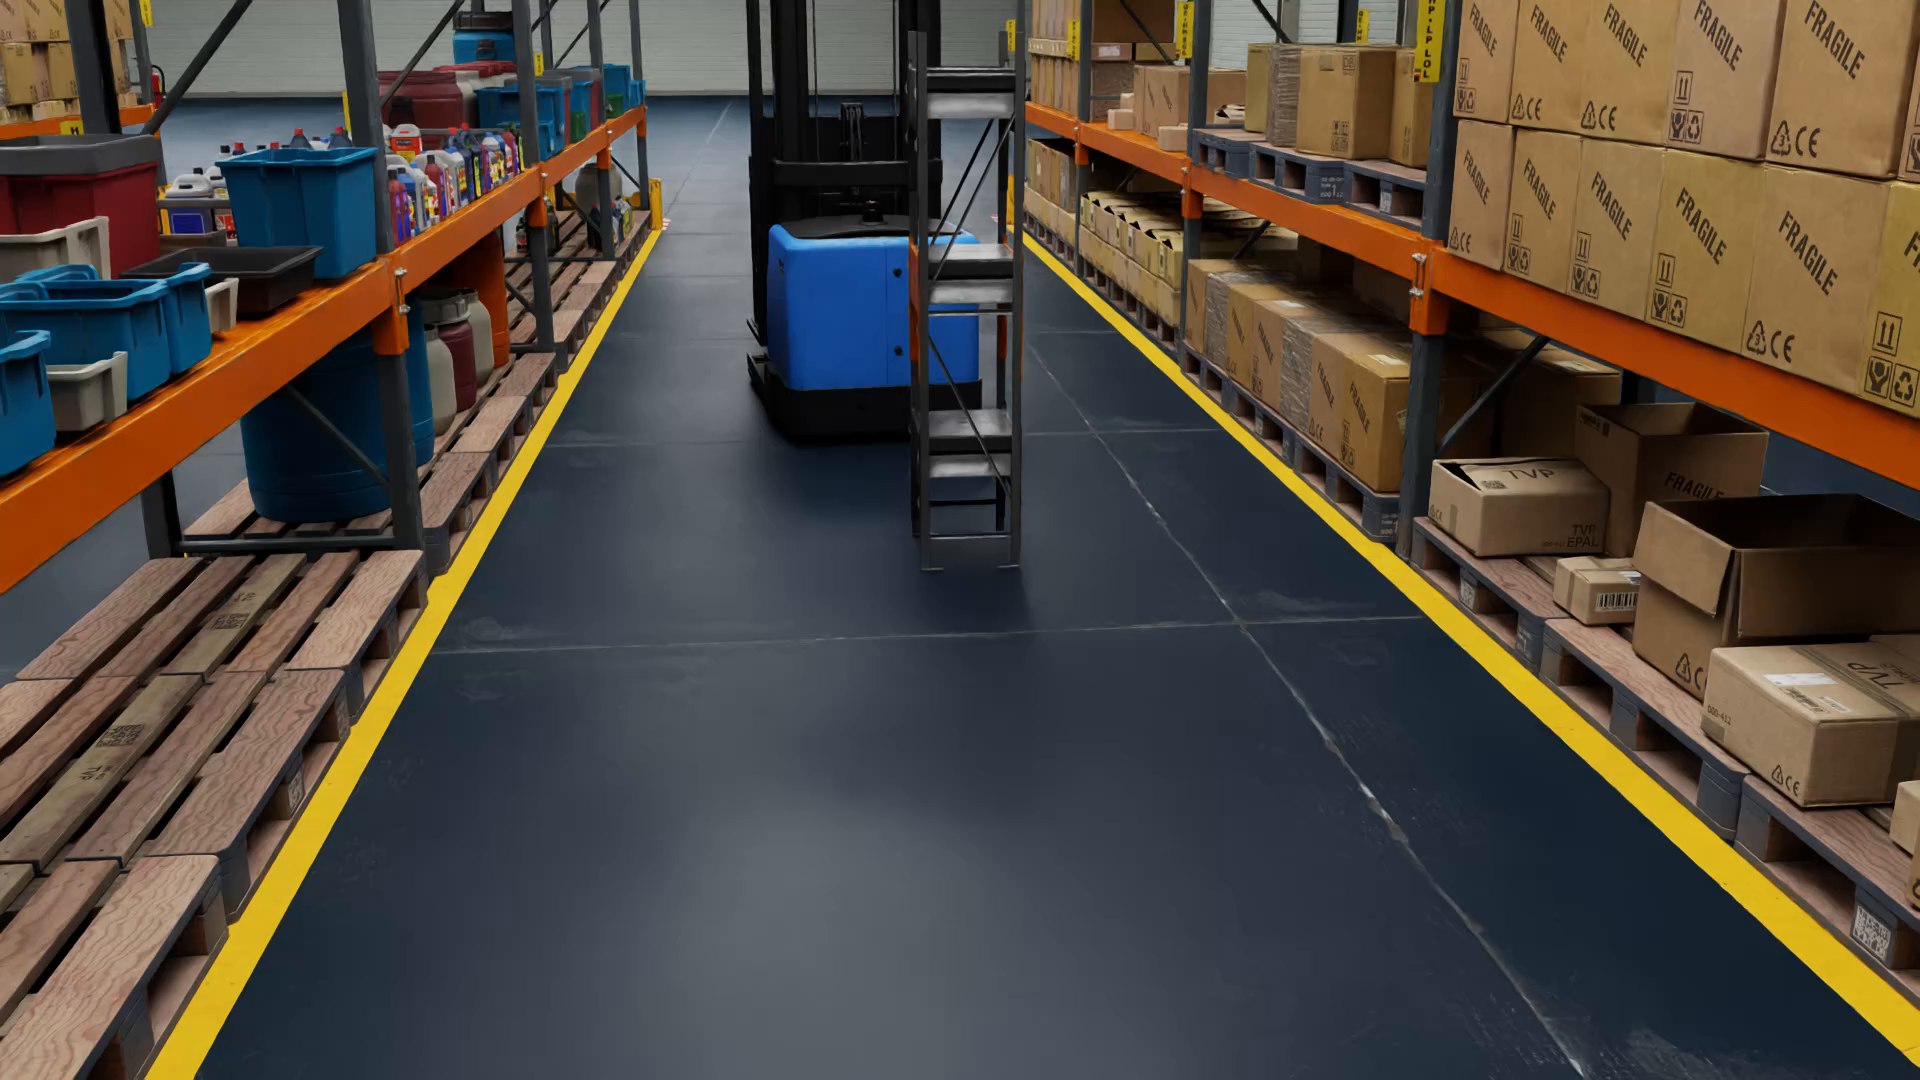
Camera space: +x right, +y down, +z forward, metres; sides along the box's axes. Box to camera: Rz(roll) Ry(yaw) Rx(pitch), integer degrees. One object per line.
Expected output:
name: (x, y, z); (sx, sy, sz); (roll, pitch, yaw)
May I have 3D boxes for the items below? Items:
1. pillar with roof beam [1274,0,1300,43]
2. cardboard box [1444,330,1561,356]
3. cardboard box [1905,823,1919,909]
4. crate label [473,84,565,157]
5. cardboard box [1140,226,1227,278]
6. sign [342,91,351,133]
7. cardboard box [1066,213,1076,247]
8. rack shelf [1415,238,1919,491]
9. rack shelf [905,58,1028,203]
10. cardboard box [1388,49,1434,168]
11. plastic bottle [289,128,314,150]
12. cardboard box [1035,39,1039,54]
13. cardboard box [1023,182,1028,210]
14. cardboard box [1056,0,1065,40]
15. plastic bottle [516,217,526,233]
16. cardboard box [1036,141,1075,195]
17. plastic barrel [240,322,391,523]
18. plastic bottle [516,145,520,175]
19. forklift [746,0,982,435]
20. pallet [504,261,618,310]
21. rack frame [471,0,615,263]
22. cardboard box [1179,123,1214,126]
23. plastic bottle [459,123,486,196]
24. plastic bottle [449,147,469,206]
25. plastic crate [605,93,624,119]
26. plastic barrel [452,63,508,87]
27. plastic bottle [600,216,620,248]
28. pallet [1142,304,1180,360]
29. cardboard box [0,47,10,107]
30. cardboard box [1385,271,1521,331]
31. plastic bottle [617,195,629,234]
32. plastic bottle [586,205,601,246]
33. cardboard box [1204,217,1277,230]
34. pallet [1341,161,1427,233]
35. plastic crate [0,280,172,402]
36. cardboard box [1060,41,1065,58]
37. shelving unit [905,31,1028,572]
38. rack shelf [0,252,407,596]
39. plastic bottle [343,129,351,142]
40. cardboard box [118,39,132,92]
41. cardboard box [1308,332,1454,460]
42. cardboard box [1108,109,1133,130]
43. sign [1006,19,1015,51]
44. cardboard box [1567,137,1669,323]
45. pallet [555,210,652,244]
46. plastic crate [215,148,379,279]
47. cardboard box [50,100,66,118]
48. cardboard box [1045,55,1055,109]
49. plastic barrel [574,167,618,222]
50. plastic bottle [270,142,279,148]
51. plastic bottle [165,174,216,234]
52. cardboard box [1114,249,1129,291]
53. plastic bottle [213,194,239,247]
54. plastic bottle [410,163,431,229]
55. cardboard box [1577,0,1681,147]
pillar with roof beam: (1.432, -11.221, 27.895); (9.100, 9.000, 0.400); (-2, 18, -6)
cardboard box: (2.456, -0.696, 7.826); (0.500, 0.500, 0.500); (-2, 17, -5)
cardboard box: (2.441, 0.651, 3.534); (0.500, 0.500, 0.500); (-2, 18, -6)
crate label: (-2.844, -2.730, 10.806); (0.502, 0.435, 0.616); (-2, 18, -6)
cardboard box: (1.558, -2.020, 11.556); (0.500, 0.311, 0.500); (-2, 18, -6)
sign: (-3.557, -2.468, 9.756); (0.100, 0.325, 0.005); (-2, 18, -6)
cardboard box: (1.239, -2.772, 14.889); (0.500, 0.250, 0.500); (-2, 18, -6)
rack shelf: (2.536, -0.430, 4.739); (1.077, 0.370, 4.000); (-2, 18, -6)
rack shelf: (0.017, -1.607, 6.500); (0.431, 0.518, 0.480); (-2, 18, -6)
cardboard box: (2.369, -1.968, 7.570); (0.700, 0.500, 0.500); (1, 17, 3)
plastic bottle: (-3.131, -1.785, 7.939); (0.144, 0.351, 0.185); (-2, 18, -6)
cardboard box: (0.973, -5.025, 16.925); (0.380, 0.149, 0.250); (-2, 18, -5)
cardboard box: (0.926, -3.666, 17.736); (0.500, 0.250, 0.500); (-2, 18, -6)
cardboard box: (1.297, -5.000, 15.762); (0.700, 0.500, 0.500); (-2, 18, -6)
plastic bottle: (-3.800, -2.648, 14.403); (0.061, 0.283, 0.133); (-1, 17, -3)
cardboard box: (1.044, -3.726, 16.676); (0.500, 0.500, 0.500); (-2, 18, -6)
plastic barrel: (-2.637, -0.579, 6.815); (0.600, 0.901, 0.708); (-2, 18, -6)
plastic bottle: (-2.550, -2.172, 9.418); (0.097, 0.201, 0.097); (0, 17, 0)
forklift: (-0.705, -2.348, 9.761); (1.130, 2.935, 3.031); (-4, 18, -12)
pallet: (-3.303, -2.037, 13.314); (1.003, 0.211, 1.213); (-2, 18, -6)
rack frame: (-3.423, -3.600, 13.638); (1.000, 3.000, 0.127); (-2, 18, -6)
cardboard box: (1.730, -2.819, 11.568); (0.380, 0.149, 0.250); (0, 17, -2)
plastic bottle: (-2.451, -1.889, 8.267); (0.144, 0.351, 0.185); (-2, 18, -6)
plastic bottle: (-2.381, -1.715, 7.846); (0.097, 0.271, 0.097); (0, 17, 0)
plastic crate: (-3.282, -3.913, 14.985); (0.450, 0.188, 0.662); (-2, 18, -6)
plastic barrel: (-3.466, -3.155, 11.992); (0.433, 0.535, 0.433); (0, 17, 0)
plastic bottle: (-3.080, -2.715, 14.629); (0.152, 0.276, 0.135); (-1, 17, -4)
pallet: (1.871, -1.477, 11.528); (1.003, 0.211, 1.213); (-2, 18, -6)
cardboard box: (-8.334, -3.773, 13.524); (0.875, 0.500, 0.500); (-2, 18, -6)
cardboard box: (2.419, -1.194, 8.158); (0.500, 0.250, 0.500); (-2, 18, -6)
plastic bottle: (-3.176, -3.038, 15.535); (0.144, 0.351, 0.185); (-1, 17, -3)
plastic bottle: (-3.237, -2.795, 14.761); (0.144, 0.351, 0.185); (-2, 18, -6)
cardboard box: (2.042, -2.190, 12.098); (0.500, 0.311, 0.500); (-2, 18, -7)
pallet: (2.356, -1.519, 7.327); (1.003, 0.211, 1.213); (-2, 18, -6)
plastic crate: (-2.019, -0.450, 3.782); (0.416, 0.233, 0.300); (-2, 18, -6)
cardboard box: (1.134, -4.562, 15.452); (0.380, 0.149, 0.250); (-1, 17, -4)
shelving unit: (0.017, -0.952, 6.705); (0.431, 2.100, 0.503); (-2, 18, -6)
rack shelf: (-2.391, -0.278, 4.255); (1.077, 0.370, 4.000); (-2, 18, -6)
plastic bottle: (-3.271, -2.035, 8.846); (0.061, 0.283, 0.133); (-2, 18, -6)
cardboard box: (-8.732, -4.664, 16.362); (0.875, 0.500, 0.500); (-2, 18, -6)
cardboard box: (1.951, -0.672, 7.748); (0.500, 0.500, 0.500); (-2, 18, -5)
cardboard box: (1.393, -3.362, 13.298); (0.380, 0.149, 0.250); (-2, 18, -6)
sign: (0.539, -5.380, 17.727); (0.100, 0.325, 0.005); (-2, 18, -6)
cardboard box: (2.217, -0.955, 5.044); (0.500, 0.500, 0.500); (-2, 18, -6)
pallet: (-3.702, -3.198, 17.012); (1.003, 0.211, 1.213); (-2, 18, -6)
plastic crate: (-2.210, -1.109, 5.630); (0.392, 0.384, 0.575); (-2, 18, -6)
cardboard box: (-8.240, -3.847, 14.844); (0.380, 0.149, 0.250); (-2, 18, -6)
cardboard box: (1.232, -4.548, 16.489); (0.700, 0.500, 0.500); (-2, 18, -5)
plastic barrel: (-3.640, -3.463, 16.651); (0.421, 0.512, 0.421); (0, 17, 0)
plastic bottle: (-2.894, -1.517, 7.083); (0.144, 0.351, 0.185); (-2, 18, -6)
plastic bottle: (-2.960, -1.265, 6.407); (0.152, 0.276, 0.135); (-2, 18, -6)
cardboard box: (1.459, -2.055, 12.604); (0.500, 0.250, 0.500); (-1, 17, -5)
plastic bottle: (-2.838, -1.239, 6.448); (0.097, 0.201, 0.097); (0, 17, 0)
plastic bottle: (-2.289, -1.450, 7.002); (0.097, 0.271, 0.097); (0, 17, 0)
cardboard box: (2.205, -1.438, 4.913); (0.500, 0.500, 0.500); (-2, 18, -7)
